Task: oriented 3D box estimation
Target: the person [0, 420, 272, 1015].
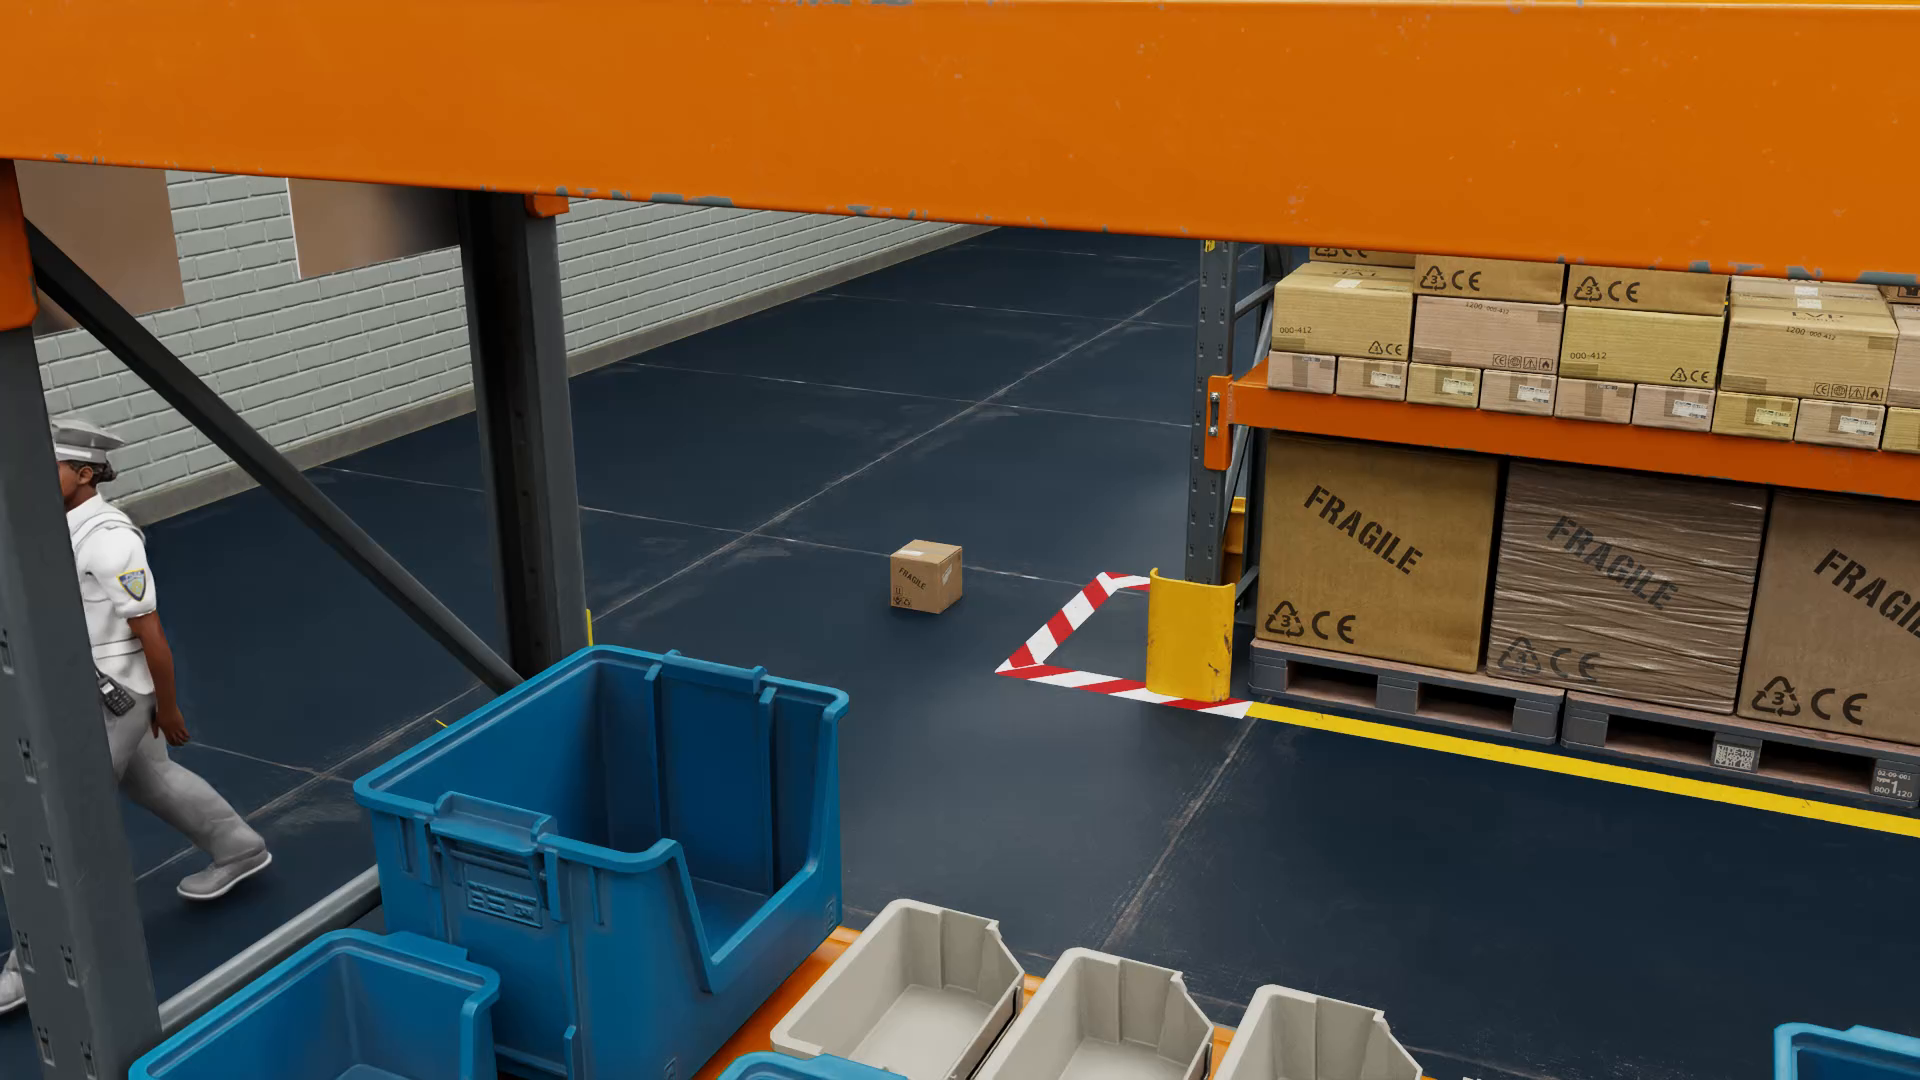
[{"bbox_3d":[-2.530,0.432,4.749,0.449,1.632,0.988,17,26,41],"label":"person"}]
